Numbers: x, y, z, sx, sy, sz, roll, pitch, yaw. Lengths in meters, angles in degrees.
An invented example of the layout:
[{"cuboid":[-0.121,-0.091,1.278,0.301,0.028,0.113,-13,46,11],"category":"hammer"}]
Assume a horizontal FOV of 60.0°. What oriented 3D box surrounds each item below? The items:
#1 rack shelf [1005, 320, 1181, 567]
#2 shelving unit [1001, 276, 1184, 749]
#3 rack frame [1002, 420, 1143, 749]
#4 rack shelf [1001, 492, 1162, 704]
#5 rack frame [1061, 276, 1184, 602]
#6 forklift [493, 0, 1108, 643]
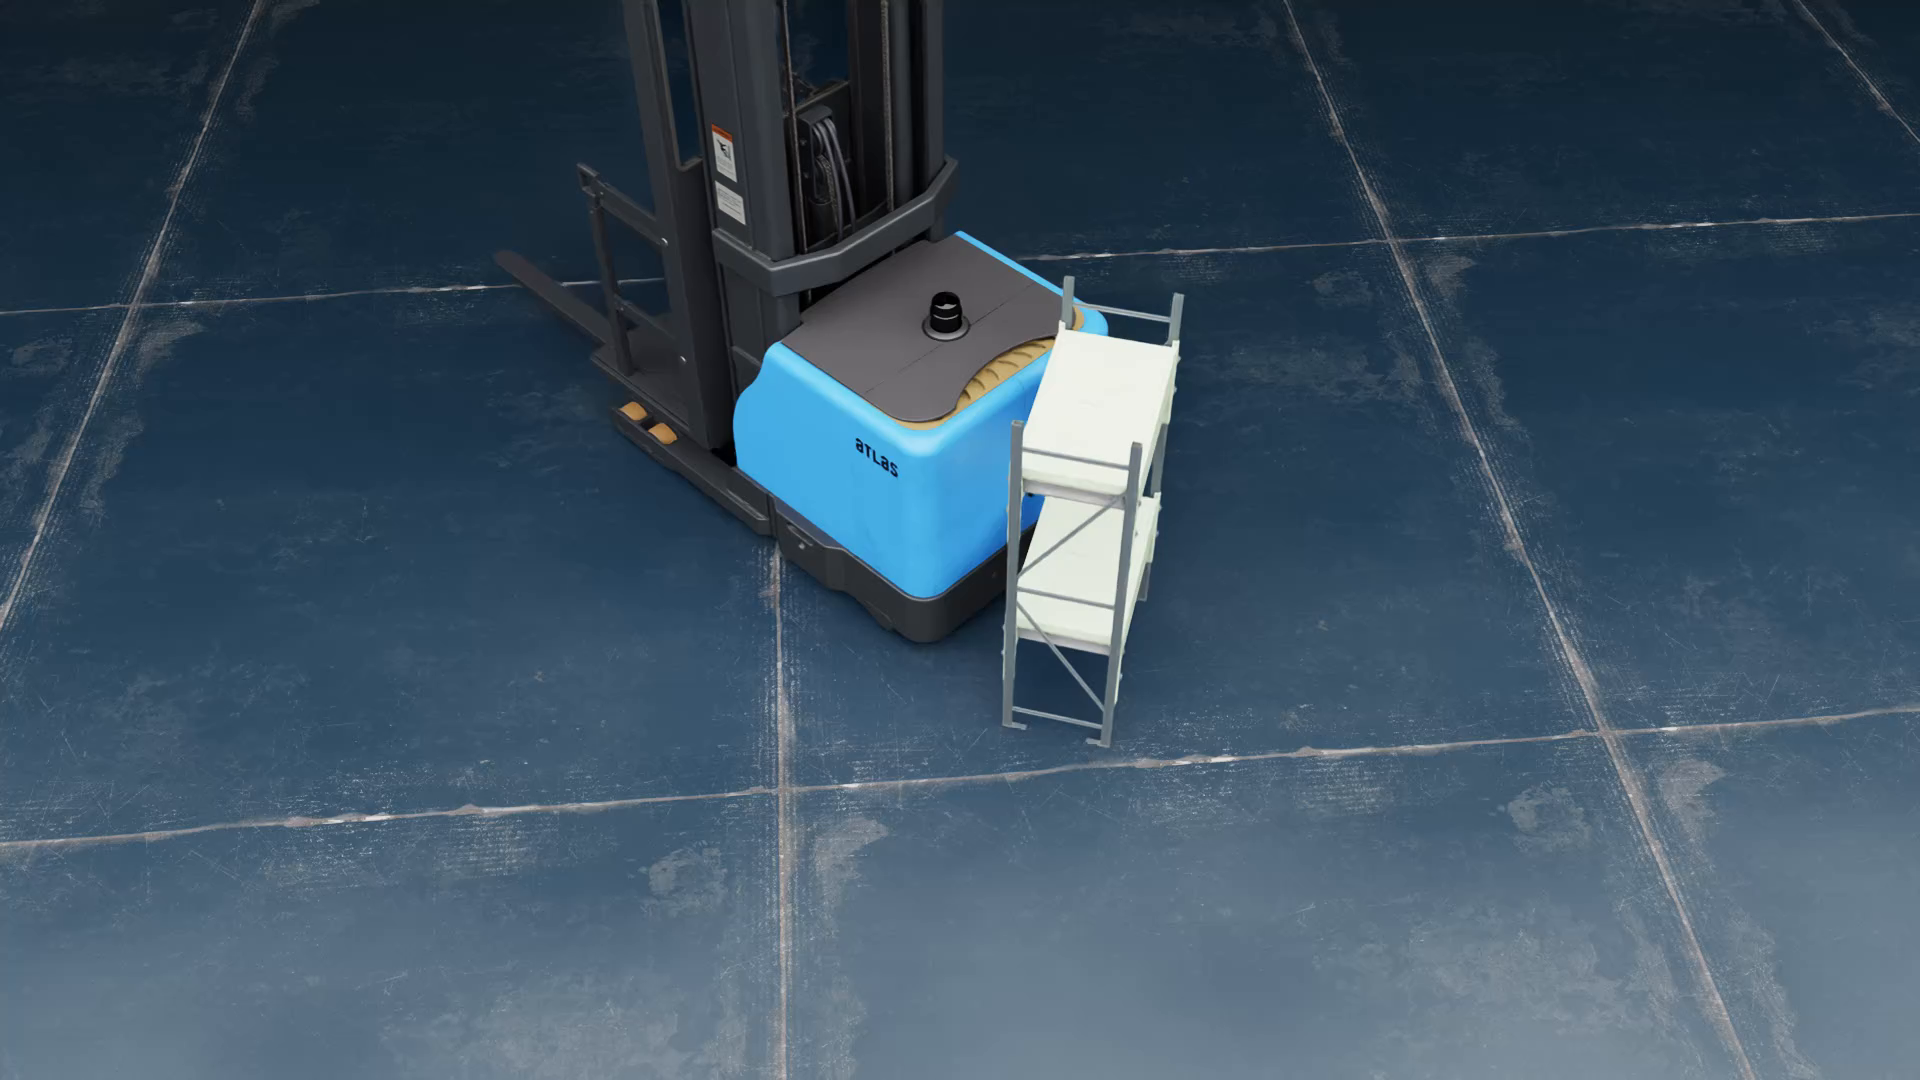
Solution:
[{"cuboid":[0.444,-0.329,5.491,0.431,0.370,0.720,11,48,10],"category":"rack shelf"},{"cuboid":[0.444,-0.060,5.774,0.431,1.500,0.755,11,48,10],"category":"shelving unit"},{"cuboid":[0.351,0.197,5.531,0.400,1.500,0.023,11,48,10],"category":"rack frame"},{"cuboid":[0.444,0.164,6.011,0.431,0.370,0.720,11,48,10],"category":"rack shelf"},{"cuboid":[0.538,-0.317,6.017,0.400,1.500,0.023,11,48,10],"category":"rack frame"},{"cuboid":[-0.848,-1.578,6.226,3.031,2.935,1.130,35,56,29],"category":"forklift"}]
